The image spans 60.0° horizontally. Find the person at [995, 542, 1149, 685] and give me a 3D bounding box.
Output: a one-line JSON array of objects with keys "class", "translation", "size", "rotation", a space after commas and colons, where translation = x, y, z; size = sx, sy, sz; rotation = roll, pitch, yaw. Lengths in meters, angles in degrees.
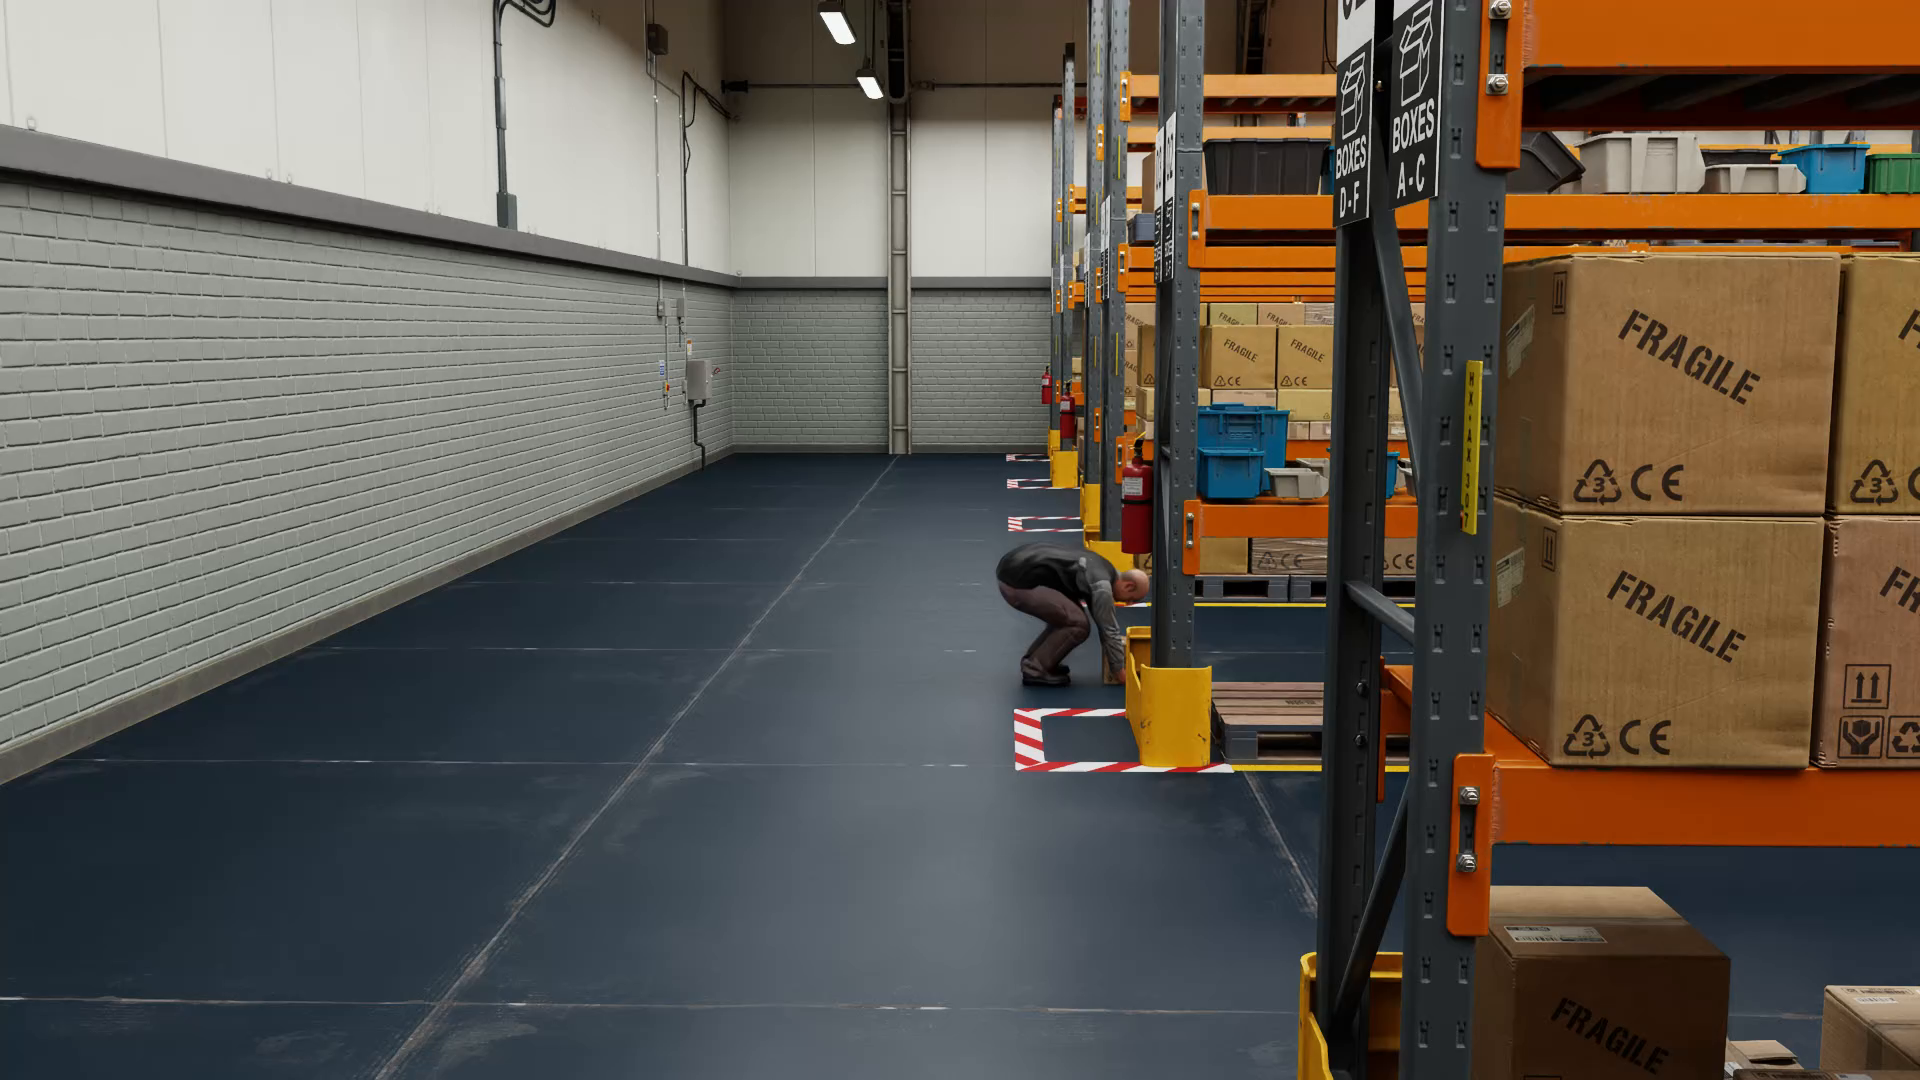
[{"class": "person", "translation": [0.695, 0.447, 10.297], "size": [0.952, 0.884, 0.519], "rotation": [0, 7, -1]}]
